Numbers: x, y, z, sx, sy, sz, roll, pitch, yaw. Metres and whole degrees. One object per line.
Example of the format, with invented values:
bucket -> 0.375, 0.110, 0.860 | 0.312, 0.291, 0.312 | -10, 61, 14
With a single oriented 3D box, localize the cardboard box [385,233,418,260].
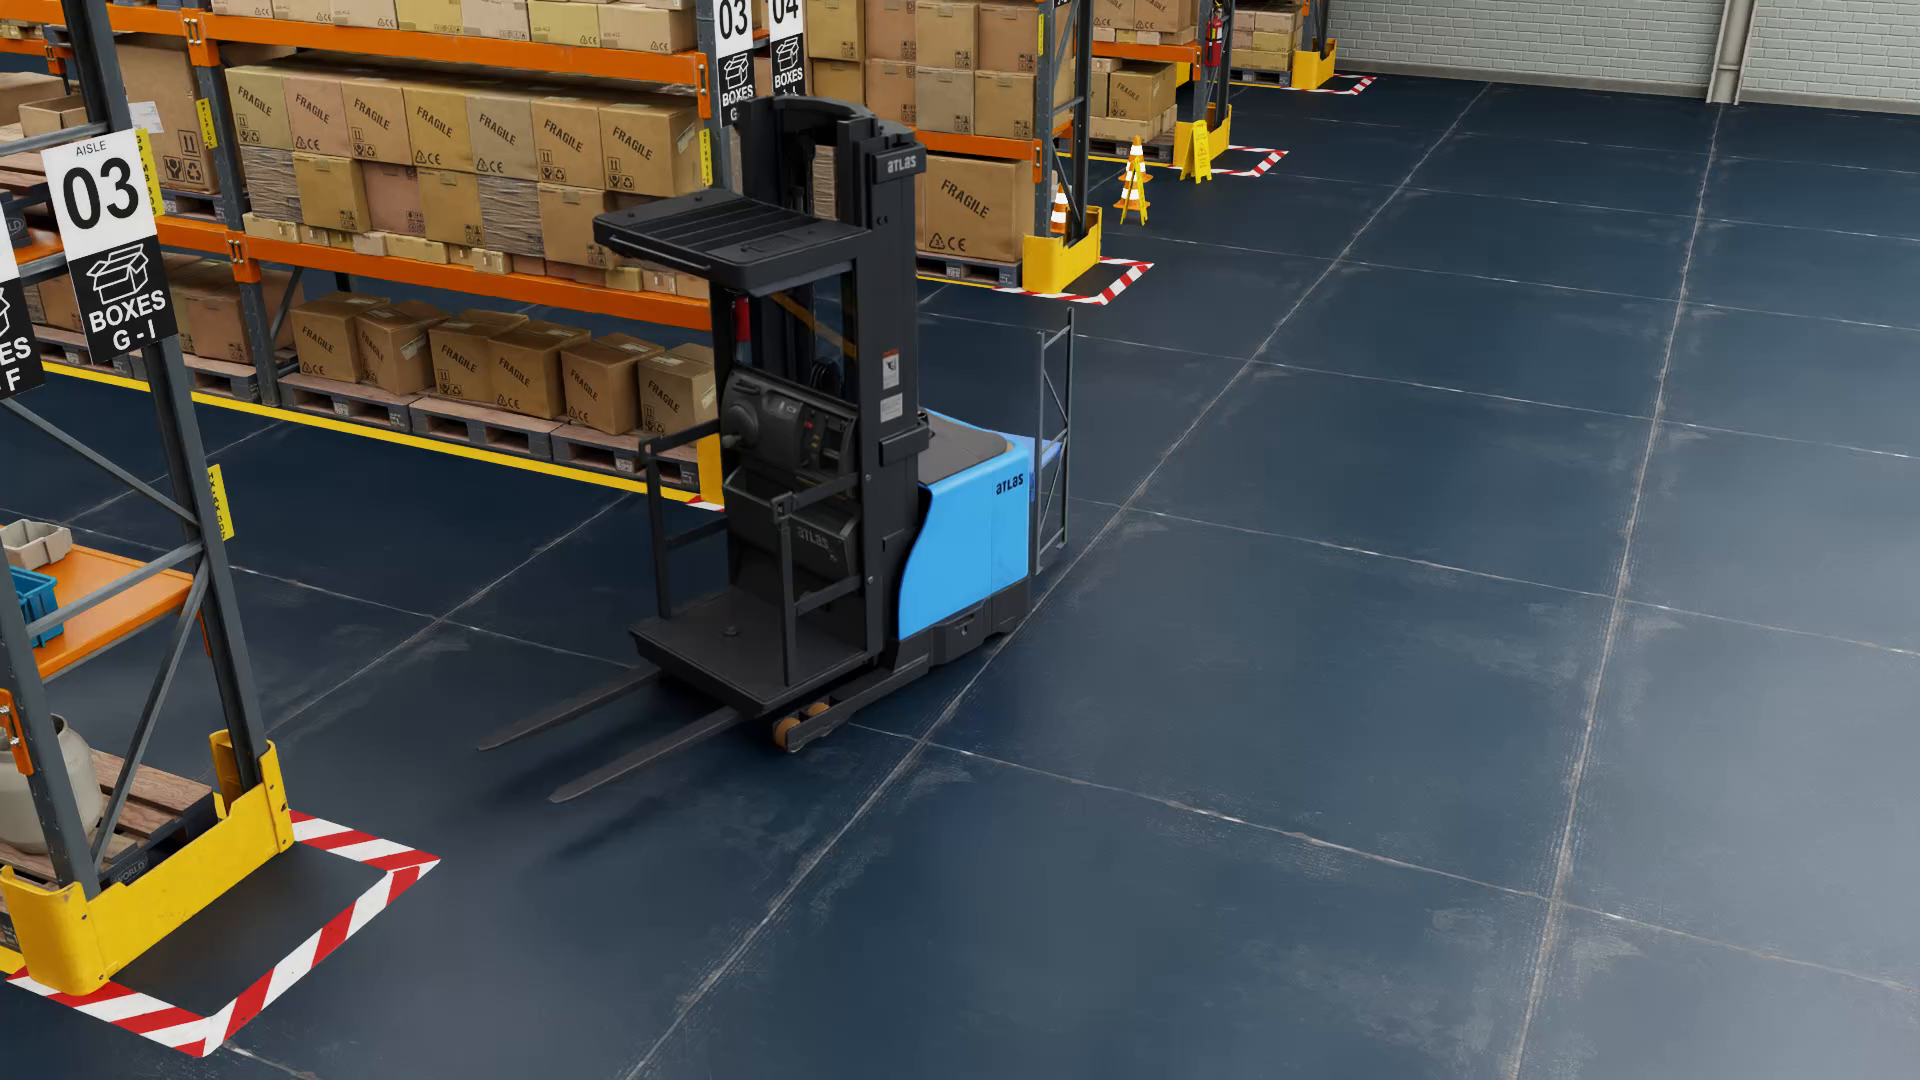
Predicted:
cardboard box -> -3.659, -2.033, 11.267 | 0.250, 0.149, 0.380 | 11, 28, 22

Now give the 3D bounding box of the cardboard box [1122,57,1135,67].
cardboard box -> 1.745, -5.425, 19.662 | 0.500, 0.500, 0.500 | 10, 28, 20

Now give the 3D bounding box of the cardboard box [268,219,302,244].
cardboard box -> -4.585, -2.200, 11.608 | 0.250, 0.149, 0.380 | 11, 28, 22

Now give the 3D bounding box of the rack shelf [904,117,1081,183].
rack shelf -> -0.913, -3.812, 15.411 | 4.000, 0.370, 1.077 | 11, 28, 22

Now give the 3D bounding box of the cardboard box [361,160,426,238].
cardboard box -> -3.557, -2.439, 11.358 | 0.500, 0.500, 0.875 | 11, 28, 22

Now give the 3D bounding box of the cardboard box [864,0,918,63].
cardboard box -> -0.406, -4.624, 14.855 | 0.550, 0.550, 0.875 | 11, 28, 22

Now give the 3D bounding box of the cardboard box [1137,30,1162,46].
cardboard box -> 2.159, -5.649, 18.612 | 0.250, 0.149, 0.380 | 11, 28, 21

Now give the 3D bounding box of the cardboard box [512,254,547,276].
cardboard box -> -2.727, -1.871, 10.939 | 0.250, 0.149, 0.380 | 11, 28, 22

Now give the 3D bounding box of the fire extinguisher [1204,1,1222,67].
fire extinguisher -> 2.778, -5.537, 18.187 | 0.183, 0.674, 0.296 | 11, 28, 22

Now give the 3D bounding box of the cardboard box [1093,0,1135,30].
cardboard box -> 1.803, -6.038, 18.668 | 0.500, 0.500, 0.500 | 11, 28, 22

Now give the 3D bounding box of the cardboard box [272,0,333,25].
cardboard box -> -4.091, -3.523, 10.783 | 0.500, 0.250, 0.500 | 11, 28, 21

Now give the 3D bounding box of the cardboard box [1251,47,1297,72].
cardboard box -> 4.358, -6.688, 23.075 | 0.500, 0.250, 0.500 | 12, 28, 22

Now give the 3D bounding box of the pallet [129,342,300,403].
pallet -> -5.588, -1.415, 12.885 | 1.213, 0.211, 1.003 | 11, 28, 22

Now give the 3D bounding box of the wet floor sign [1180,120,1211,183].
wet floor sign -> 2.595, -4.256, 18.165 | 0.232, 0.644, 0.267 | 23, 35, 39

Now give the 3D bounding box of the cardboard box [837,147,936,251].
cardboard box -> -0.539, -3.261, 15.408 | 0.875, 0.875, 0.875 | 11, 28, 21

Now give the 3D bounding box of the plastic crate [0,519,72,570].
plastic crate -> -3.969, 0.024, 7.104 | 0.250, 0.136, 0.298 | 11, 28, 22

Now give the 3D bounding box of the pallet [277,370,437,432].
pallet -> -4.253, -1.165, 12.377 | 1.213, 0.211, 1.003 | 11, 28, 22

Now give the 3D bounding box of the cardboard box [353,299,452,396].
cardboard box -> -4.006, -1.400, 12.053 | 0.500, 0.500, 0.500 | 22, 34, 38

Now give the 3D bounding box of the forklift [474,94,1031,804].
forklift -> -0.991, -0.532, 8.011 | 1.130, 2.935, 3.031 | 23, 34, 38

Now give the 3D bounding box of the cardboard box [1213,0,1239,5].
cardboard box -> 3.650, -7.527, 23.648 | 0.500, 0.250, 0.500 | 11, 28, 21

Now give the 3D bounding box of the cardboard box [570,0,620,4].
cardboard box -> -2.102, -3.276, 9.831 | 0.250, 0.149, 0.380 | 10, 28, 20

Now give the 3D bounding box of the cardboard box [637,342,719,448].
cardboard box -> -1.799, -0.981, 11.201 | 0.500, 0.500, 0.500 | 17, 31, 31

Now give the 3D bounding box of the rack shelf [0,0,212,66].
rack shelf -> -6.699, -3.913, 12.220 | 4.000, 0.370, 1.077 | 11, 28, 22

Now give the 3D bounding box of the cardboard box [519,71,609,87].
cardboard box -> -2.533, -2.815, 10.990 | 0.500, 0.500, 0.500 | 11, 28, 22

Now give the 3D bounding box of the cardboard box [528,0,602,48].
cardboard box -> -2.237, -3.147, 10.021 | 0.500, 0.250, 0.500 | 12, 28, 22

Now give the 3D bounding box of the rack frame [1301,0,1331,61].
rack frame -> 4.916, -7.774, 22.644 | 0.127, 3.000, 1.000 | 11, 28, 22

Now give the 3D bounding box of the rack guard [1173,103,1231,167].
rack guard -> 2.796, -4.670, 19.169 | 0.348, 0.500, 1.175 | 11, 28, 22

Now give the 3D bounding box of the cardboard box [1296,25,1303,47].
cardboard box -> 4.574, -7.123, 23.393 | 0.500, 0.250, 0.500 | 12, 29, 23

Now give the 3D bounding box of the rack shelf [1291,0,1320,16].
rack shelf -> 3.096, -7.817, 23.546 | 4.000, 0.370, 1.077 | 11, 28, 22

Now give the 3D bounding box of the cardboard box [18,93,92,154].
cardboard box -> -6.495, -3.039, 12.434 | 0.637, 0.503, 0.797 | 15, 30, 27

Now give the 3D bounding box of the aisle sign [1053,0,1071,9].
aisle sign -> 0.848, -4.802, 13.663 | 0.004, 0.787, 0.394 | 11, 28, 22

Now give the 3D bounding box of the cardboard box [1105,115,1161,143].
cardboard box -> 1.996, -4.776, 19.193 | 0.500, 0.250, 0.500 | 11, 28, 22

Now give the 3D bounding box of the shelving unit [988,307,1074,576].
shelving unit -> 0.078, -0.657, 9.887 | 1.048, 1.500, 0.538 | 11, 28, 22

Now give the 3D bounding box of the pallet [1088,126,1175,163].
pallet -> 2.071, -4.703, 19.564 | 1.213, 0.211, 1.003 | 11, 28, 22

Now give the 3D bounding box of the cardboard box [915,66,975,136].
cardboard box -> 0.042, -3.977, 14.763 | 0.550, 0.550, 0.875 | 11, 28, 22

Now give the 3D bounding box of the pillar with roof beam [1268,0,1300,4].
pillar with roof beam -> 2.873, -9.224, 18.798 | 0.400, 9.000, 9.100 | 11, 28, 22

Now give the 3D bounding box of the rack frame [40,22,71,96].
rack frame -> -10.016, -5.963, 18.965 | 0.127, 3.000, 1.000 | 11, 28, 22

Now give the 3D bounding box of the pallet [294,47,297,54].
pallet -> -7.067, -5.233, 17.700 | 1.003, 0.211, 1.213 | 11, 28, 22

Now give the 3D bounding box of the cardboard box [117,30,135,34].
cardboard box -> -8.907, -5.593, 18.024 | 0.250, 0.149, 0.380 | 10, 28, 20

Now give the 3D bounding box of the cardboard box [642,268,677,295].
cardboard box -> -1.810, -1.695, 10.582 | 0.250, 0.149, 0.380 | 11, 28, 22

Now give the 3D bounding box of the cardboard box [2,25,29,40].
cardboard box -> -10.652, -5.812, 18.942 | 0.250, 0.149, 0.380 | 11, 28, 20

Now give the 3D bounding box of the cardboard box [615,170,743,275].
cardboard box -> -1.727, -2.083, 10.635 | 0.500, 0.500, 0.875 | 11, 28, 22

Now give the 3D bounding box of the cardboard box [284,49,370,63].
cardboard box -> -4.355, -3.180, 11.730 | 0.500, 0.500, 0.500 | 11, 28, 22

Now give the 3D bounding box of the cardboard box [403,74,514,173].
cardboard box -> -3.204, -2.697, 10.751 | 0.500, 0.500, 0.500 | 11, 28, 22

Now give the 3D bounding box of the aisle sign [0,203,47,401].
aisle sign -> -3.345, -0.835, 5.607 | 0.004, 0.787, 0.394 | 11, 28, 22

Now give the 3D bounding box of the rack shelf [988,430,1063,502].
rack shelf -> 0.078, -0.496, 9.967 | 1.000, 0.185, 0.538 | 11, 28, 22

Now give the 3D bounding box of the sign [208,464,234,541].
sign -> -3.056, -0.146, 6.837 | 0.005, 0.325, 0.100 | 11, 28, 22

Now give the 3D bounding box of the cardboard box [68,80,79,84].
cardboard box -> -10.721, -5.386, 19.872 | 0.250, 0.149, 0.380 | 11, 28, 21

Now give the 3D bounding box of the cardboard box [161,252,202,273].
cardboard box -> -6.364, -1.918, 13.082 | 0.500, 0.500, 0.700 | 9, 28, 17
